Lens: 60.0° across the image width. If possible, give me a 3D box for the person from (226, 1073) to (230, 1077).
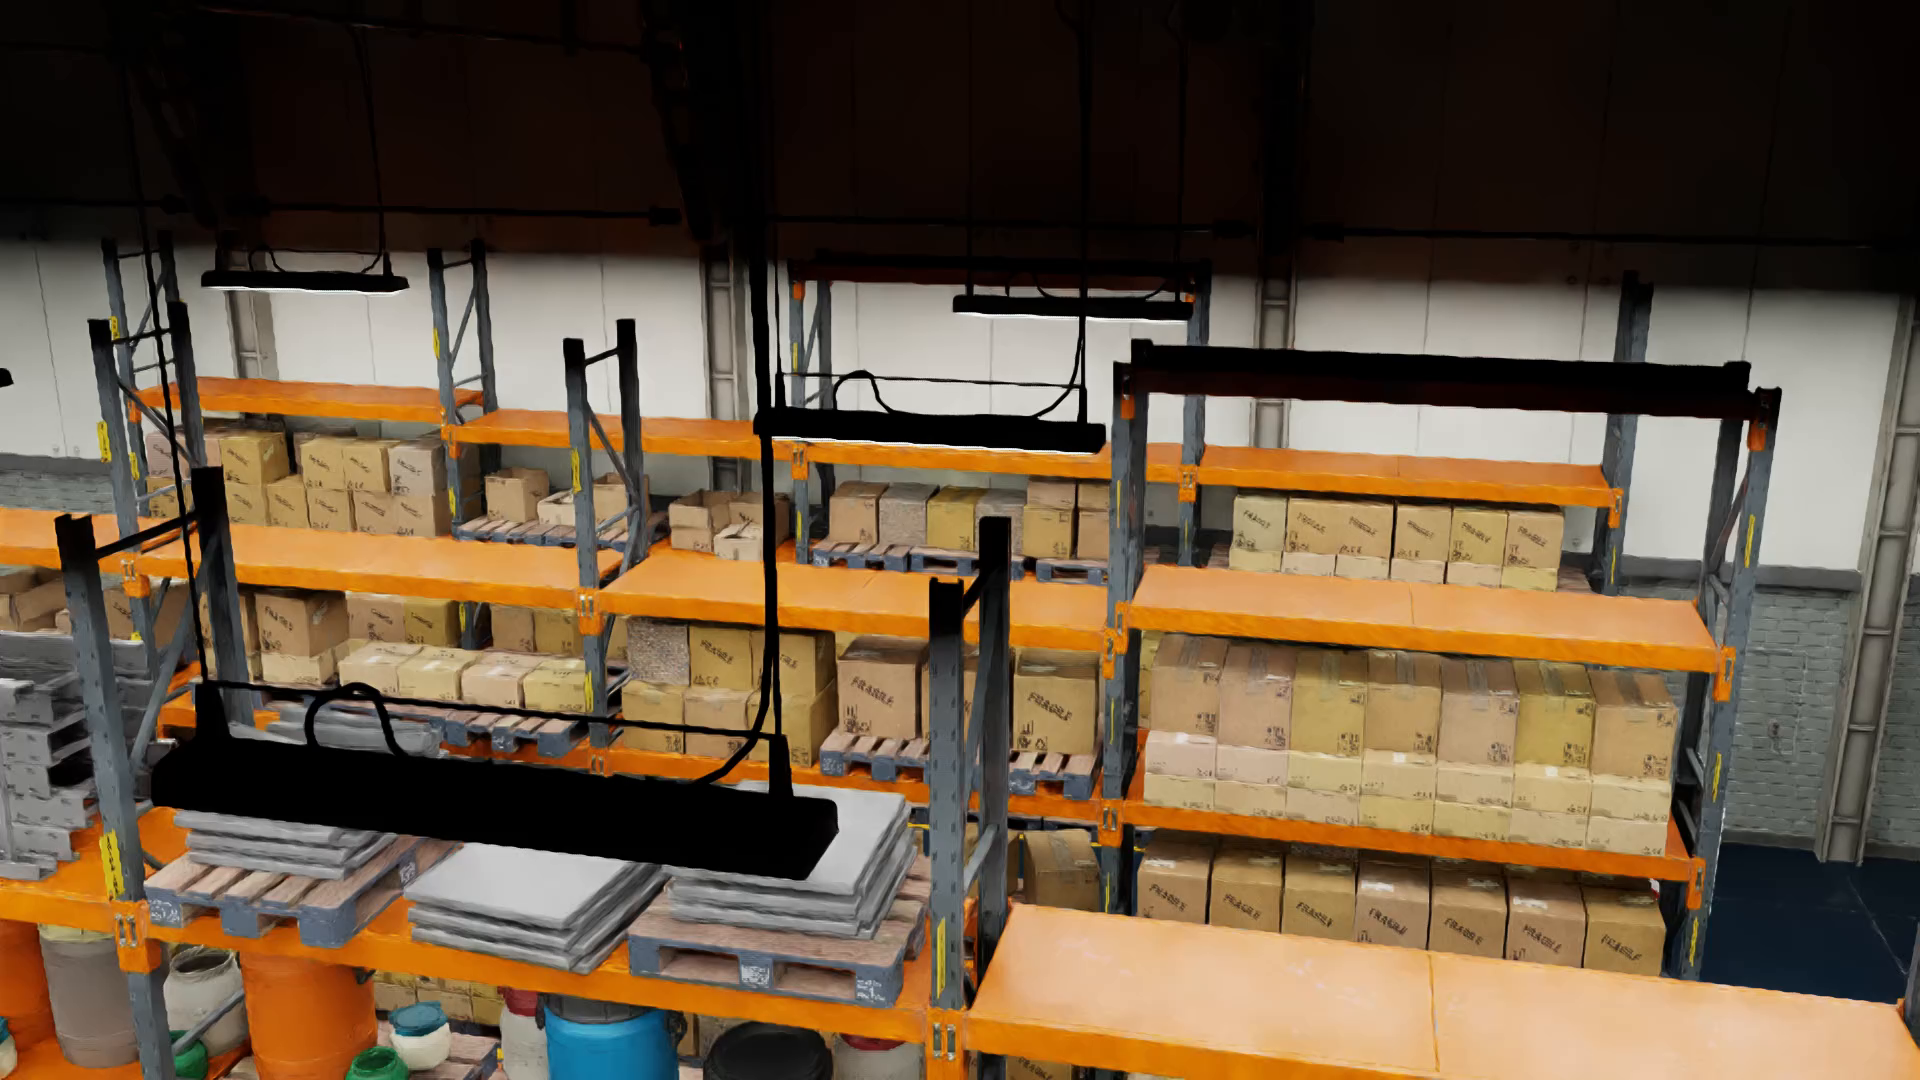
[{"bbox_3d":[-6.228,3.659,12.969,0.790,1.610,0.639,-1,16,-3],"label":"person"}]
